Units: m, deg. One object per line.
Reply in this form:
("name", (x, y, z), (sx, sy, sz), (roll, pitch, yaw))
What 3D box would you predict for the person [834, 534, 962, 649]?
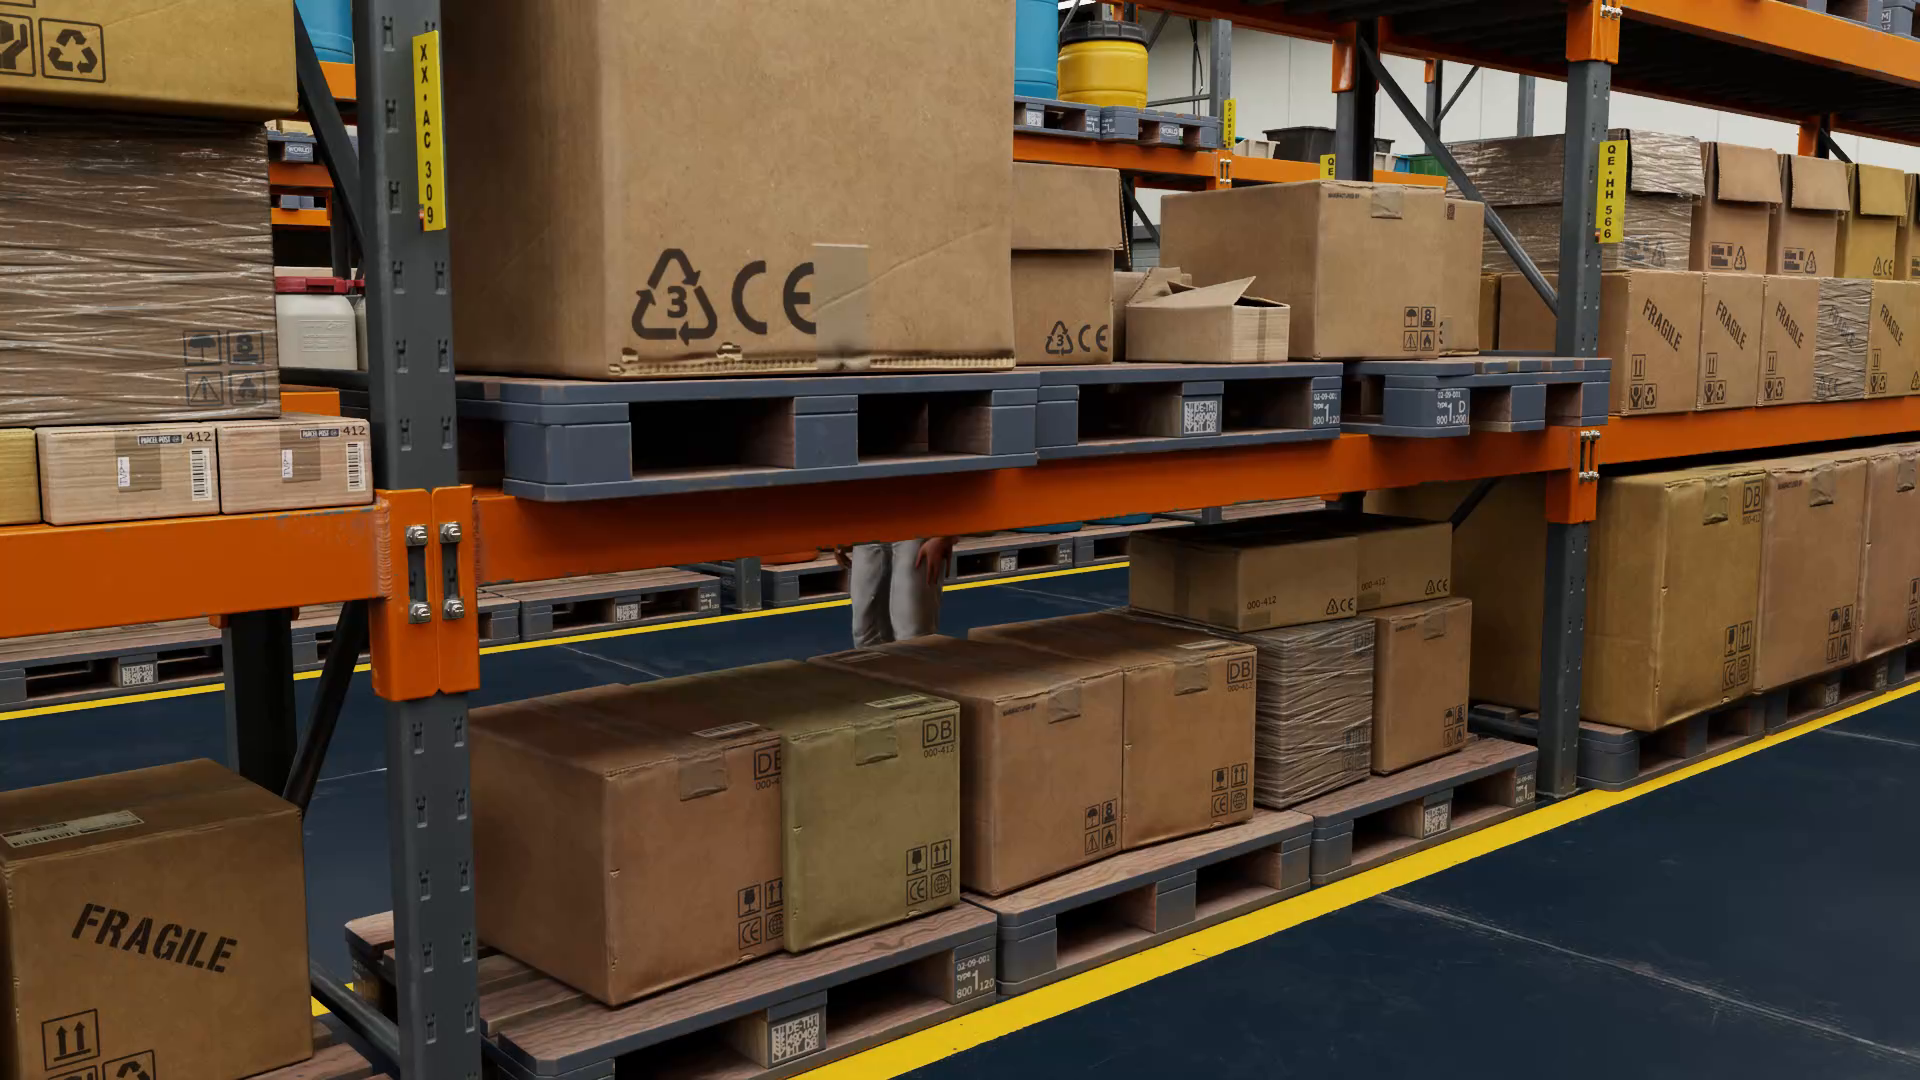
("person", (-0.229, -0.037, 5.990), (0.457, 1.761, 0.626), (-6, 10, -41))
